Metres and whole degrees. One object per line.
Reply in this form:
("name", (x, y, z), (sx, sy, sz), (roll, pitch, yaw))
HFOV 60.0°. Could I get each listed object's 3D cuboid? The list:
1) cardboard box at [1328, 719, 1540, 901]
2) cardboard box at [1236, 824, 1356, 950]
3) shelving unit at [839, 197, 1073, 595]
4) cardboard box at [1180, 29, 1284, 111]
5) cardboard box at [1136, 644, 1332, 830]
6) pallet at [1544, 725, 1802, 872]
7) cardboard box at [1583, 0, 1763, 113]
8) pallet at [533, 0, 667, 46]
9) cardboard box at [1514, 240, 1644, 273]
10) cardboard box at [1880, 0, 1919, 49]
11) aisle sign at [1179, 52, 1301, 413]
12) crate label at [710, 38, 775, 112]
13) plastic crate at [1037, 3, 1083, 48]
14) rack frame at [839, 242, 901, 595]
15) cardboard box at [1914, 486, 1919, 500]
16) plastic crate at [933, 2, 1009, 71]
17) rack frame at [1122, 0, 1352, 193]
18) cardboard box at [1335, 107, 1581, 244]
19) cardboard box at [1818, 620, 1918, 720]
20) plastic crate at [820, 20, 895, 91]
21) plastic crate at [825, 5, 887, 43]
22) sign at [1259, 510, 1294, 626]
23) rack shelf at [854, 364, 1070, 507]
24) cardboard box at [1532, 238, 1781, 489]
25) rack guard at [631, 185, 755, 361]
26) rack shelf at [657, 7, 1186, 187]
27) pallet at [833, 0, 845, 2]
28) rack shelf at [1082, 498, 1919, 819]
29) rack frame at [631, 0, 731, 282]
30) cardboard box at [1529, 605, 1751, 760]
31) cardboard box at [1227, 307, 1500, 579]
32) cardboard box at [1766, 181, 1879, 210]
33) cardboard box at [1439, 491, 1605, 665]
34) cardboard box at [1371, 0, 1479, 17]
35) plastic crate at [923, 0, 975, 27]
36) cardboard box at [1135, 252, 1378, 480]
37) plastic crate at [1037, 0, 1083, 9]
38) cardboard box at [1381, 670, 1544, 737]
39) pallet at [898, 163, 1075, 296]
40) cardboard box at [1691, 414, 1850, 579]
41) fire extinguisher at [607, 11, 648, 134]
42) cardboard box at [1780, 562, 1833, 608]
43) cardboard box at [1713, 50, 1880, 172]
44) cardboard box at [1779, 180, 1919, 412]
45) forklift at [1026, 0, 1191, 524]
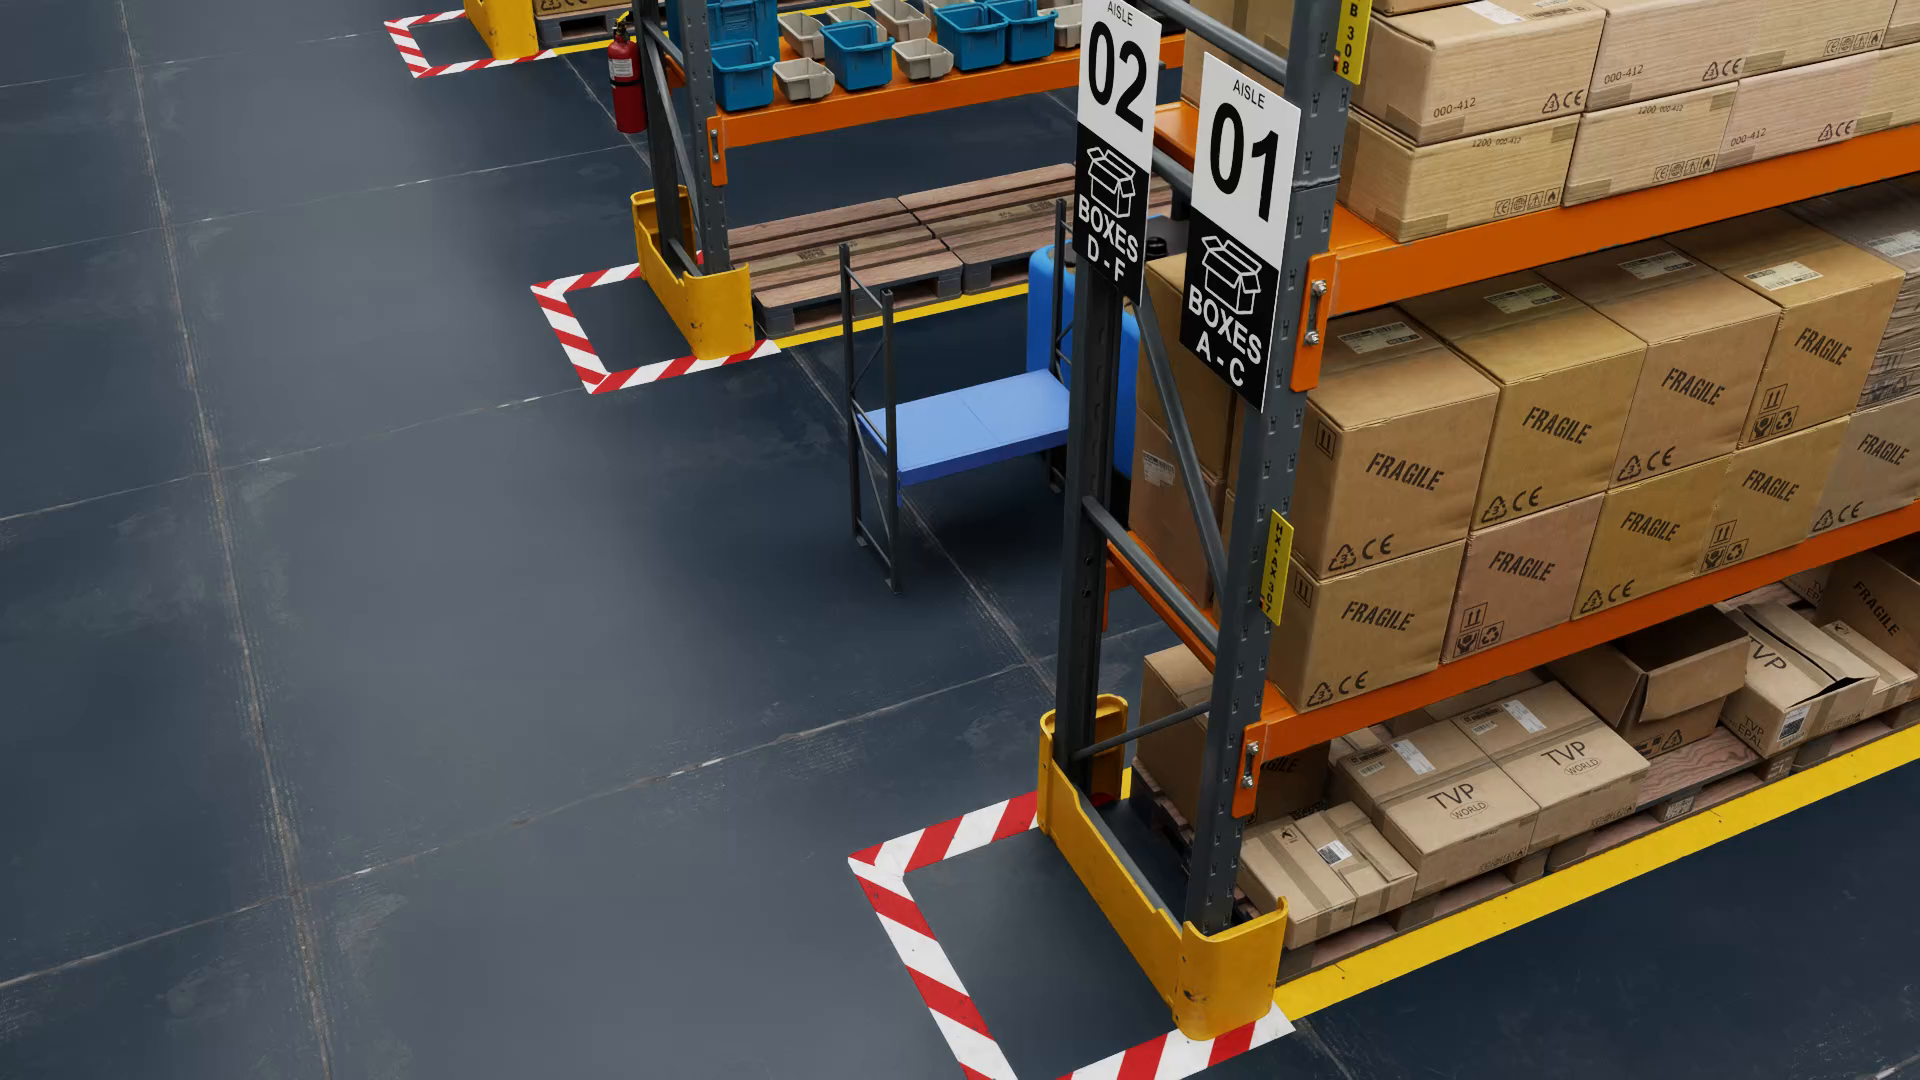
("cardboard box", (1.669, 0.946, 5.895), (0.500, 0.250, 0.500), (-16, 39, -20))
("cardboard box", (1.129, 1.178, 5.668), (0.250, 0.149, 0.380), (-16, 39, -20))
("shelving unit", (0.077, -0.624, 7.332), (1.048, 1.500, 0.538), (-16, 39, -20))
("cardboard box", (0.957, -1.287, 4.575), (0.500, 0.250, 0.500), (-16, 39, -20))
("cardboard box", (0.992, 0.687, 6.035), (0.500, 0.500, 0.500), (-16, 39, -20))
("pallet", (2.497, 0.722, 6.600), (1.213, 0.211, 1.003), (-16, 39, -20))
("cardboard box", (1.635, -1.328, 4.211), (0.500, 0.250, 0.500), (-16, 39, -20))
("pallet", (-2.911, -4.338, 13.421), (1.213, 0.211, 1.003), (-16, 39, -20))
("cardboard box", (1.814, -0.835, 5.434), (0.500, 0.500, 0.500), (-15, 39, -19))
("cardboard box", (2.540, -1.582, 4.554), (0.500, 0.250, 0.500), (-16, 39, -20))
("aisle sign", (0.667, -0.739, 4.046), (0.004, 0.787, 0.394), (-16, 39, -20))
("crate label", (-1.134, -2.384, 8.536), (0.303, 0.233, 0.416), (-16, 39, -20))
("plastic crate", (0.675, -2.870, 9.273), (0.466, 0.136, 0.293), (-16, 39, -20))
("rack frame", (-0.383, -0.495, 7.159), (0.032, 1.500, 0.500), (-16, 39, -20))
("cardboard box", (3.415, -0.527, 5.858), (0.500, 0.500, 0.500), (-15, 39, -19))
("plastic crate", (0.058, -2.717, 8.986), (0.300, 0.233, 0.416), (-16, 39, -20))
("rack frame", (0.604, -2.280, 3.270), (0.127, 3.000, 1.000), (-16, 39, -20))
("cardboard box", (1.177, -1.007, 4.198), (0.500, 0.250, 0.500), (-16, 39, -20))
("cardboard box", (3.516, 0.510, 6.568), (0.250, 0.149, 0.380), (-16, 39, -20))
("plastic crate", (-0.538, -2.551, 8.761), (0.300, 0.233, 0.416), (-16, 39, -20))
("plastic crate", (-0.567, -2.830, 9.219), (0.243, 0.136, 0.396), (-16, 39, -20))
("sign", (0.835, 0.075, 4.404), (0.005, 0.325, 0.100), (-16, 39, -20))
("rack shelf", (0.077, -0.480, 7.439), (1.000, 0.185, 0.538), (-16, 39, -20))
("cardboard box", (2.043, -0.542, 5.040), (0.500, 0.500, 0.500), (-15, 39, -19))
("rack guard", (-1.513, -1.525, 9.387), (0.348, 0.500, 1.175), (-16, 39, -20))
("rack shelf", (0.313, -2.760, 9.556), (4.000, 0.370, 1.077), (-16, 39, -20))
("pallet", (-0.702, -4.955, 14.254), (1.213, 0.211, 1.003), (-16, 39, -20))
("rack shelf", (2.415, -0.087, 5.954), (4.000, 0.370, 1.077), (-16, 39, -20))
("rack frame", (-1.497, -2.542, 8.660), (0.127, 3.000, 1.000), (-16, 39, -20))
("cardboard box", (2.526, 0.422, 6.390), (0.637, 0.503, 0.797), (-16, 39, -20))
("cardboard box", (1.118, -0.282, 4.689), (0.500, 0.500, 0.500), (-14, 39, -19))
("cardboard box", (2.747, -1.096, 5.787), (0.500, 0.500, 0.500), (-17, 40, -21))
("cardboard box", (1.583, -0.014, 5.167), (0.500, 0.500, 0.500), (-16, 39, -20))
("cardboard box", (1.062, -1.655, 4.023), (0.500, 0.500, 0.700), (-16, 39, -20))
("plastic crate", (-0.066, -2.999, 9.446), (0.250, 0.136, 0.298), (-16, 39, -20))
("cardboard box", (0.890, -0.573, 5.081), (0.500, 0.500, 0.500), (-16, 39, -20))
("plastic crate", (0.663, -3.244, 9.655), (0.530, 0.282, 0.437), (-16, 39, -20))
("cardboard box", (1.864, 0.563, 6.412), (0.500, 0.250, 0.500), (-16, 39, -20))
("pallet", (0.369, -1.917, 10.157), (1.213, 0.211, 1.003), (-16, 39, -20))
("cardboard box", (2.491, -0.265, 5.505), (0.500, 0.500, 0.500), (-15, 39, -19))
("fire extinguisher", (-1.827, -2.568, 9.073), (0.183, 0.674, 0.296), (-16, 39, -20))
("cardboard box", (3.753, 0.010, 7.106), (0.500, 0.311, 0.500), (-16, 39, -20))
("cardboard box", (2.087, -1.255, 4.531), (0.500, 0.250, 0.500), (-16, 39, -20))
("cardboard box", (2.958, -0.798, 5.385), (0.500, 0.500, 0.500), (-15, 39, -20))
("forklift", (1.833, -1.889, 7.836), (3.031, 2.935, 1.130), (-20, 41, -25))
